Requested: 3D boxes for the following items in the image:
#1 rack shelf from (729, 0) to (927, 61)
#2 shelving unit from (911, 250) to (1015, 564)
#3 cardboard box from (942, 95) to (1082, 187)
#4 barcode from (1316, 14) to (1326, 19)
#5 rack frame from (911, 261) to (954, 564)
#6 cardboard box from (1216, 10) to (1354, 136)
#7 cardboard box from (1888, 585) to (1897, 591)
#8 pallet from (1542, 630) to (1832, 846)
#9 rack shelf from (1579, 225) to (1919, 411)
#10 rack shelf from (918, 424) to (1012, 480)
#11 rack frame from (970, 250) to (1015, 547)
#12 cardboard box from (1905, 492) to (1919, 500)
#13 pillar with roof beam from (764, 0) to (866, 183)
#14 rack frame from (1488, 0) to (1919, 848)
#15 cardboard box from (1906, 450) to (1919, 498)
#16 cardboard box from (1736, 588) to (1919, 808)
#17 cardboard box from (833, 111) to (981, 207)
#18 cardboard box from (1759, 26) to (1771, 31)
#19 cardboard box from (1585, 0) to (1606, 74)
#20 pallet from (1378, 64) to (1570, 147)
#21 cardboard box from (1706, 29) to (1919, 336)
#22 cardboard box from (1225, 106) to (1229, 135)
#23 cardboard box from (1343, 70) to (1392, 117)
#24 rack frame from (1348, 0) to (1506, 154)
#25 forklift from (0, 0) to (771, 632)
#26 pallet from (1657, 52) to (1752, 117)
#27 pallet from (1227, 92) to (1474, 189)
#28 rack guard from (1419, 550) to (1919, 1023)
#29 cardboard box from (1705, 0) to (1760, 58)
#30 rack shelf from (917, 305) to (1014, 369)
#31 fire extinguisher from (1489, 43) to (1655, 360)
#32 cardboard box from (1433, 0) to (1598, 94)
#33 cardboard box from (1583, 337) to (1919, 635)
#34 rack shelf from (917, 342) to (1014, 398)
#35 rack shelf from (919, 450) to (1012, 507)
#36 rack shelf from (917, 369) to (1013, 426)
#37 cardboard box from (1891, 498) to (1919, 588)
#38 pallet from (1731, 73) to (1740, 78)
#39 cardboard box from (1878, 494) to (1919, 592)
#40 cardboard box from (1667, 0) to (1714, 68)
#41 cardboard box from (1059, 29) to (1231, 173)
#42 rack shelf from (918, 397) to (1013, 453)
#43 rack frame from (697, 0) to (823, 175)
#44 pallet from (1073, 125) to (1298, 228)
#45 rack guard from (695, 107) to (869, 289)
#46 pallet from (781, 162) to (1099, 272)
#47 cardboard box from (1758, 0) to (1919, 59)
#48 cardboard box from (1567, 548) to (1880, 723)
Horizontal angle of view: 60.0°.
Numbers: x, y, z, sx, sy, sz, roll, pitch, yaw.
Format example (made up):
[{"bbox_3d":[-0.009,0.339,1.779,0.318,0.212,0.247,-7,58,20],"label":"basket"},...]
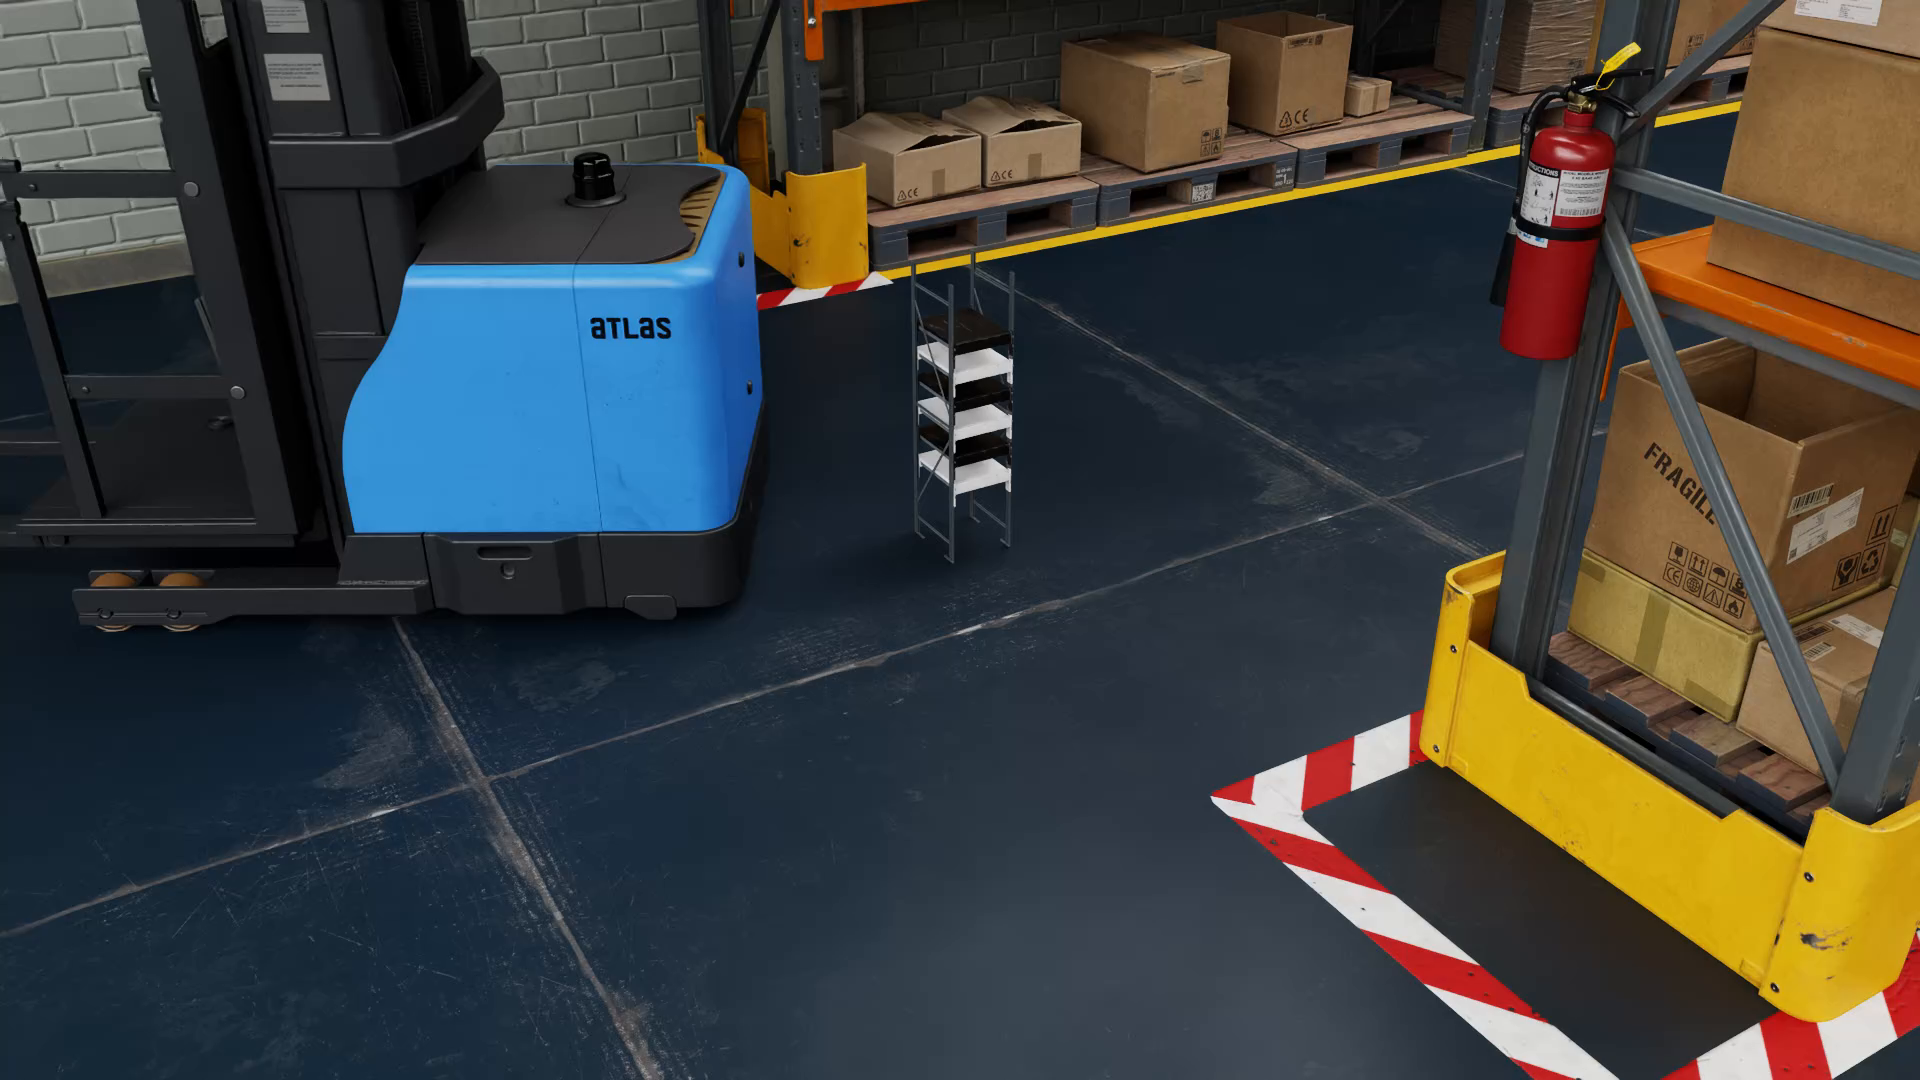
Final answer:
[{"bbox_3d":[0.835,-2.832,8.021,4.000,0.370,1.077,-16,33,-26],"label":"rack shelf"},{"bbox_3d":[0.007,-0.396,5.036,0.210,0.900,0.258,-16,33,-26],"label":"shelving unit"},{"bbox_3d":[0.244,-1.944,7.995,0.500,0.311,0.500,-13,31,-22],"label":"cardboard box"},{"bbox_3d":[1.972,-2.842,9.096,0.075,0.075,0.001,-16,33,-26],"label":"barcode"},{"bbox_3d":[-0.081,-0.371,4.991,0.006,0.900,0.240,-16,33,-26],"label":"rack frame"},{"bbox_3d":[1.685,-2.464,8.741,0.500,0.500,0.500,-19,34,-30],"label":"cardboard box"},{"bbox_3d":[2.628,0.263,4.080,0.500,0.250,0.500,-16,33,-26],"label":"cardboard box"},{"bbox_3d":[2.262,0.422,4.267,1.213,0.211,1.003,-16,33,-26],"label":"pallet"},{"bbox_3d":[3.348,-0.769,4.283,4.000,0.370,1.077,-16,33,-26],"label":"rack shelf"},{"bbox_3d":[0.007,-0.288,5.096,0.200,0.077,0.258,-16,33,-26],"label":"rack shelf"},{"bbox_3d":[0.095,-0.421,5.081,0.006,0.900,0.240,-16,33,-26],"label":"rack frame"},{"bbox_3d":[2.791,-0.079,4.700,0.500,0.250,0.500,-16,33,-26],"label":"cardboard box"},{"bbox_3d":[1.457,-4.022,3.224,0.400,9.000,9.100,-16,33,-26],"label":"pillar with roof beam"},{"bbox_3d":[1.624,-0.594,3.222,0.127,3.000,1.000,-16,33,-26],"label":"rack frame"},{"bbox_3d":[2.790,-0.409,4.521,0.500,0.500,0.500,-16,33,-26],"label":"cardboard box"},{"bbox_3d":[2.199,0.387,3.855,0.500,0.250,0.500,-16,33,-26],"label":"cardboard box"},{"bbox_3d":[-0.247,-1.804,7.742,0.500,0.311,0.500,-20,35,-32],"label":"cardboard box"},{"bbox_3d":[4.911,-3.438,10.507,0.500,0.500,0.700,-16,33,-26],"label":"cardboard box"},{"bbox_3d":[3.606,-3.069,9.838,0.500,0.500,0.700,-17,33,-27],"label":"cardboard box"},{"bbox_3d":[3.230,-2.606,9.754,1.213,0.211,1.003,-16,33,-26],"label":"pallet"},{"bbox_3d":[2.033,-0.747,3.396,0.500,0.500,0.700,-16,33,-26],"label":"cardboard box"},{"bbox_3d":[1.170,-2.197,8.622,0.250,0.149,0.380,-19,34,-30],"label":"cardboard box"},{"bbox_3d":[2.113,-2.445,9.053,0.250,0.166,0.380,-21,35,-33],"label":"cardboard box"},{"bbox_3d":[2.559,-3.636,8.734,0.127,3.000,1.000,-16,33,-26],"label":"rack frame"},{"bbox_3d":[-2.147,-1.276,4.529,3.031,2.935,1.130,0,29,0],"label":"forklift"},{"bbox_3d":[4.283,-2.907,10.299,1.213,0.211,1.003,-16,33,-26],"label":"pallet"},{"bbox_3d":[1.998,-2.236,9.083,1.213,0.211,1.003,-16,33,-26],"label":"pallet"},{"bbox_3d":[1.603,0.506,3.816,0.348,0.500,1.175,-16,33,-26],"label":"rack guard"},{"bbox_3d":[4.497,-3.304,10.265,0.500,0.500,0.700,-16,33,-27],"label":"cardboard box"},{"bbox_3d":[0.007,-0.603,4.922,0.200,0.077,0.258,-16,33,-26],"label":"rack shelf"},{"bbox_3d":[1.286,-0.725,3.539,0.183,0.674,0.296,-16,33,-26],"label":"fire extinguisher"},{"bbox_3d":[3.186,-2.921,9.571,0.500,0.500,0.700,-15,32,-25],"label":"cardboard box"},{"bbox_3d":[1.935,-0.158,4.067,0.500,0.500,0.500,-16,33,-26],"label":"cardboard box"},{"bbox_3d":[0.007,-0.524,4.965,0.200,0.077,0.258,-16,33,-26],"label":"rack shelf"},{"bbox_3d":[0.007,-0.209,5.139,0.200,0.077,0.258,-16,33,-26],"label":"rack shelf"},{"bbox_3d":[0.007,-0.446,5.009,0.200,0.077,0.258,-16,33,-26],"label":"rack shelf"},{"bbox_3d":[2.629,-0.064,3.897,0.500,0.500,0.500,-16,33,-26],"label":"cardboard box"},{"bbox_3d":[5.334,-3.204,10.837,1.213,0.211,1.003,-16,33,-26],"label":"pallet"},{"bbox_3d":[2.361,0.044,4.477,0.500,0.250,0.500,-16,33,-26],"label":"cardboard box"},{"bbox_3d":[4.066,-3.177,10.034,0.500,0.500,0.700,-15,32,-26],"label":"cardboard box"},{"bbox_3d":[0.902,-2.185,8.237,0.500,0.500,0.700,-18,34,-29],"label":"cardboard box"},{"bbox_3d":[0.007,-0.367,5.052,0.200,0.077,0.258,-16,33,-26],"label":"rack shelf"},{"bbox_3d":[-0.889,-2.657,6.960,0.127,3.000,1.000,-16,33,-26],"label":"rack frame"},{"bbox_3d":[0.945,-1.936,8.539,1.213,0.211,1.003,-16,33,-26],"label":"pallet"},{"bbox_3d":[-0.824,-1.581,7.598,0.348,0.500,1.175,-16,33,-26],"label":"rack guard"},{"bbox_3d":[-0.105,-1.639,8.001,1.213,0.211,1.003,-16,33,-26],"label":"pallet"},{"bbox_3d":[1.856,-1.095,3.355,0.250,0.149,0.380,-16,33,-27],"label":"cardboard box"},{"bbox_3d":[1.936,0.171,4.246,0.500,0.250,0.500,-16,33,-26],"label":"cardboard box"}]
